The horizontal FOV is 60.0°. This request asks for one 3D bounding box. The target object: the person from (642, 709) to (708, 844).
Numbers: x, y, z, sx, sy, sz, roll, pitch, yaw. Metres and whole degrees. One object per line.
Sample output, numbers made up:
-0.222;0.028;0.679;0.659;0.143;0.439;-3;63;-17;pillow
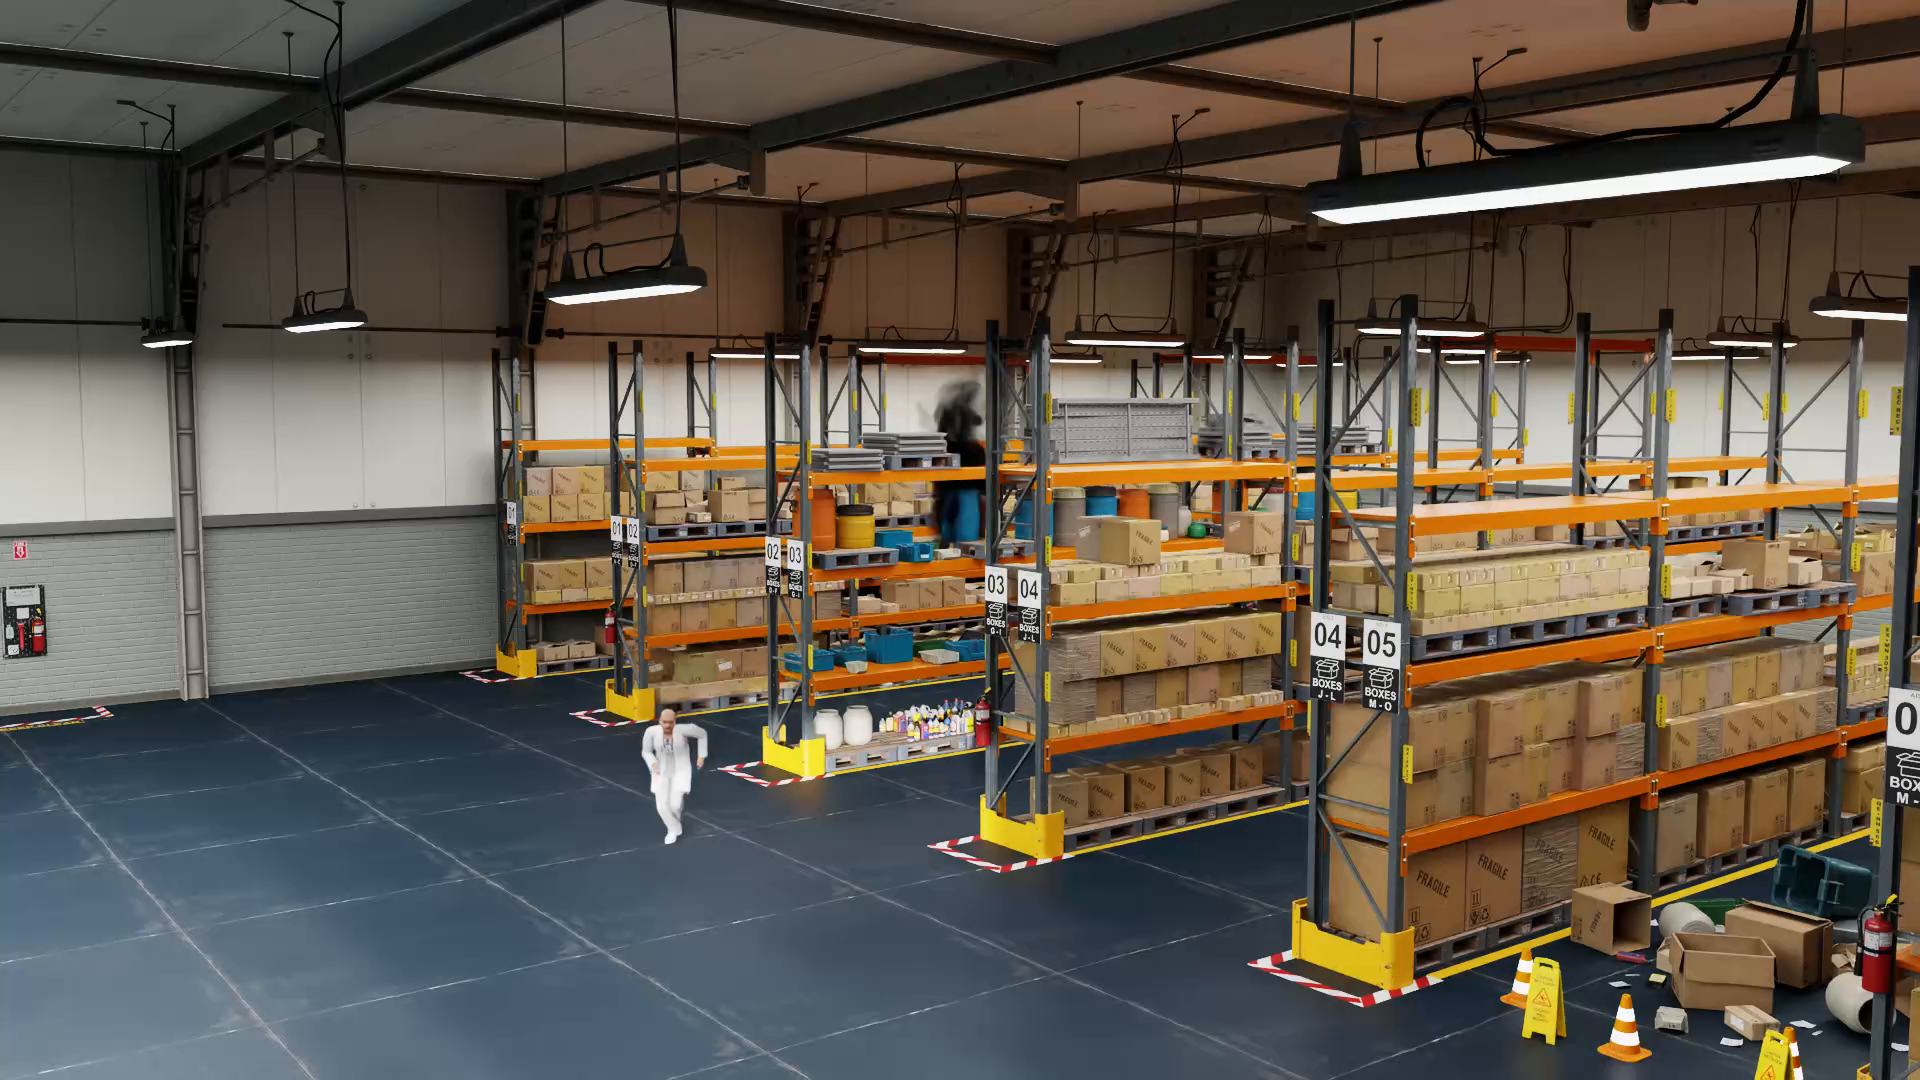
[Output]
-3.264;2.699;19.050;0.725;1.629;0.893;0;5;-2;person
